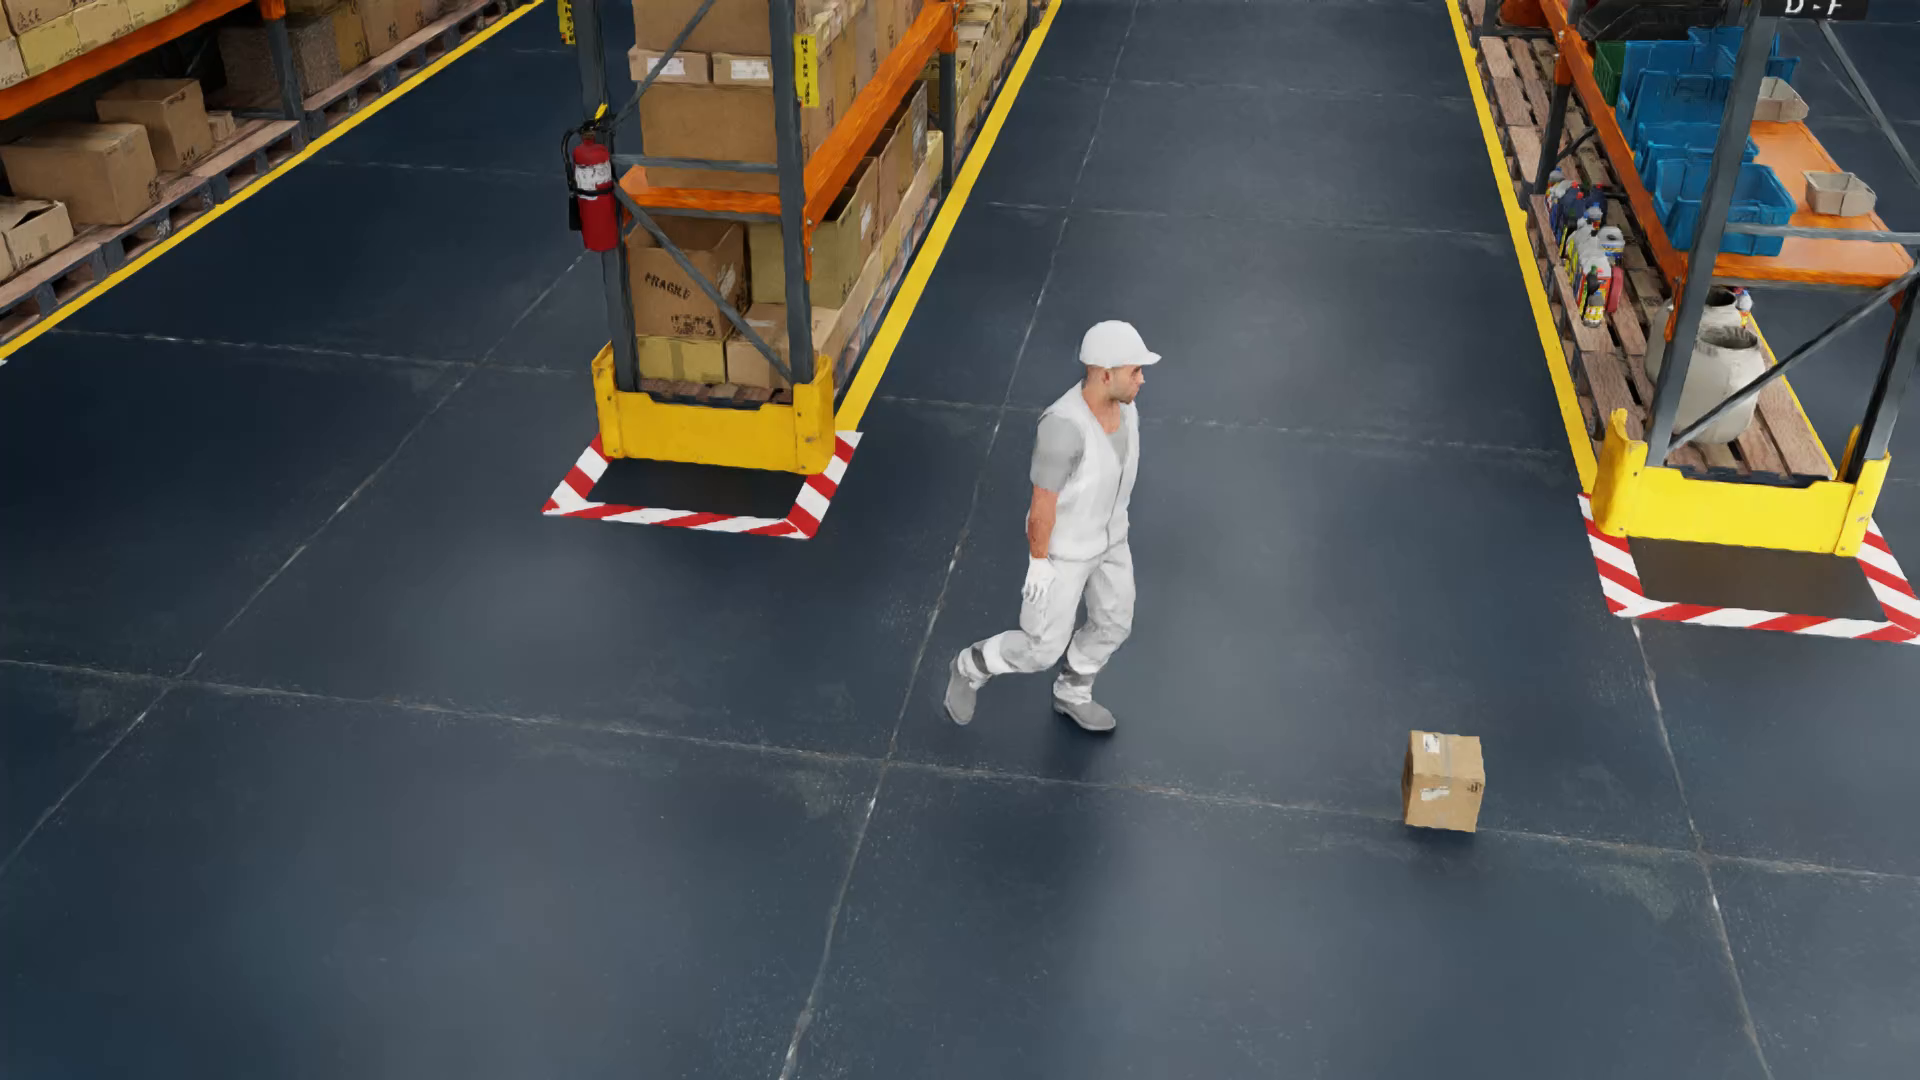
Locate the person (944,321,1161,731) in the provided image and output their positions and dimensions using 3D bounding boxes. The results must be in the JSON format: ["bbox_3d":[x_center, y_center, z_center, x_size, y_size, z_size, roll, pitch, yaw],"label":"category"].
[{"bbox_3d":[0.321,-0.023,6.174,0.649,1.741,0.692,28,41,36],"label":"person"}]
